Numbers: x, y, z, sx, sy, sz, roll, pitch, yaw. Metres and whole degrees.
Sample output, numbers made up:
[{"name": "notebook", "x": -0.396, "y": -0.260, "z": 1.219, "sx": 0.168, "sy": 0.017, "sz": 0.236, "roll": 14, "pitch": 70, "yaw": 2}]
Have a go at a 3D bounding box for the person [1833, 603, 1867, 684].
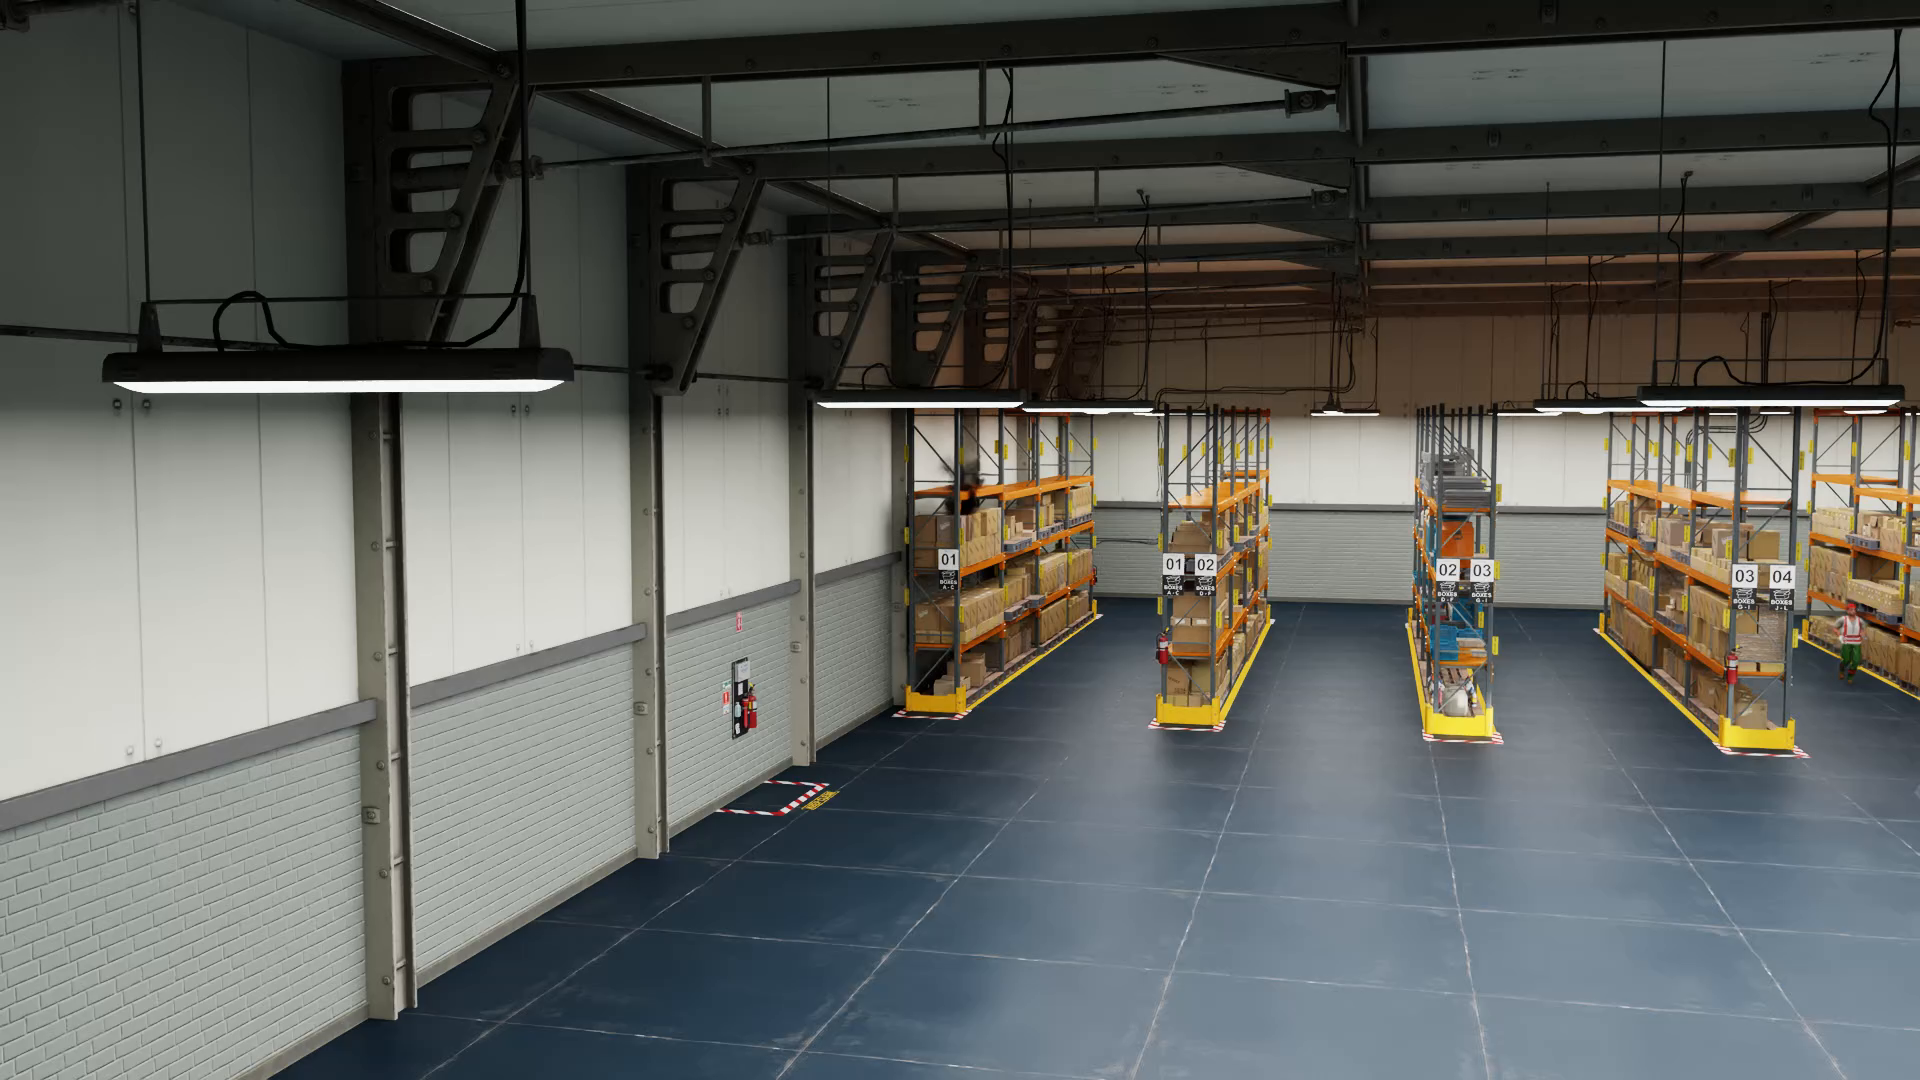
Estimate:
[{"name": "person", "x": 19.231, "y": 2.239, "z": 35.898, "sx": 0.652, "sy": 1.738, "sz": 0.613, "roll": 1, "pitch": 4, "yaw": 11}]
